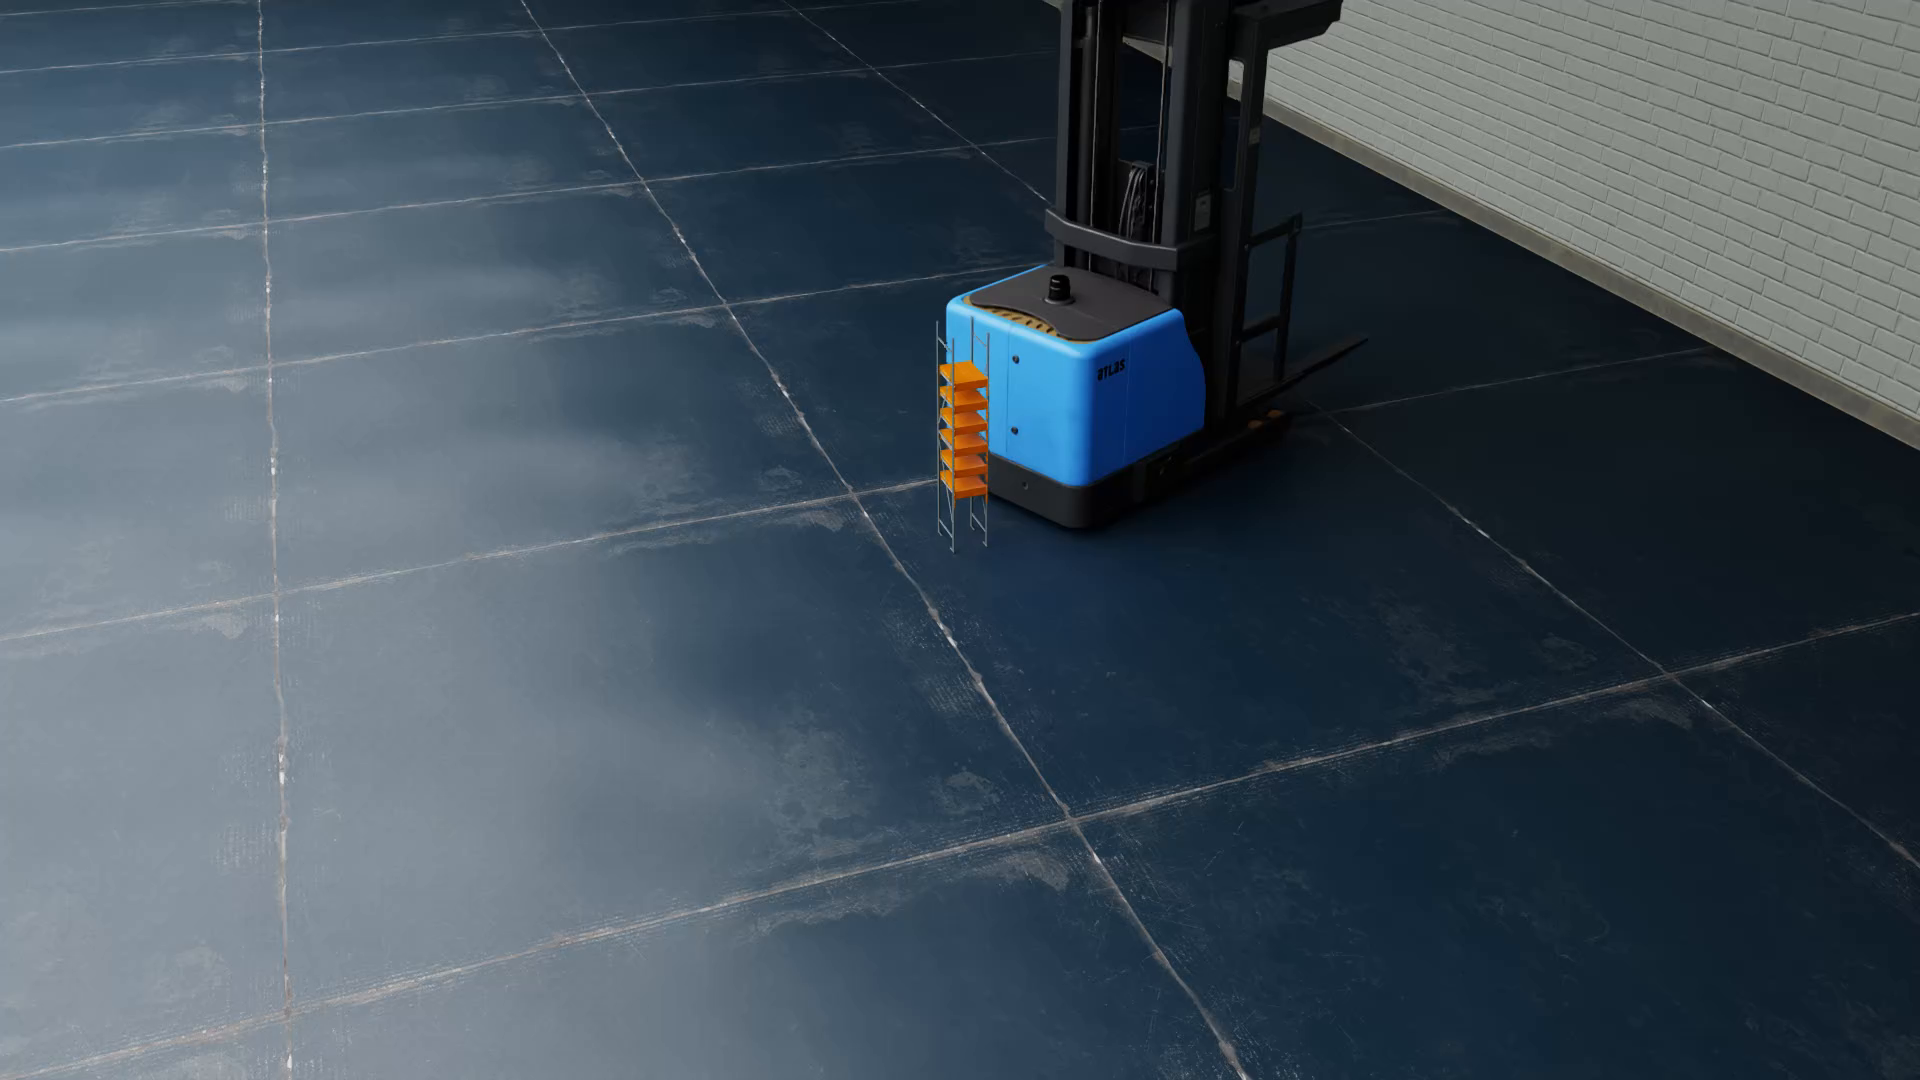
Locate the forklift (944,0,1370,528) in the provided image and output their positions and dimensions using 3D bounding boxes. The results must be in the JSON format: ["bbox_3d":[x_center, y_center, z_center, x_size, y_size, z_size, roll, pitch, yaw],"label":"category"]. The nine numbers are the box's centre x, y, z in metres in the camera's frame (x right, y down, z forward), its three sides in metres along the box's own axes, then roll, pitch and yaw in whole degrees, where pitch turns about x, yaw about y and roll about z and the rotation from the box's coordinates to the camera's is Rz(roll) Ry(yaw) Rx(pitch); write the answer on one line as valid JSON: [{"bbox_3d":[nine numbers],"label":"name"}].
[{"bbox_3d":[1.307,-1.966,9.239,1.130,2.935,3.031,26,39,38],"label":"forklift"}]

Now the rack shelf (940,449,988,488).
[{"bbox_3d":[0.014,-0.381,8.539,0.180,0.103,0.258,-10,31,-18],"label":"rack shelf"}]

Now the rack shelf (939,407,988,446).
[{"bbox_3d":[0.014,-0.589,8.420,0.180,0.103,0.258,-10,31,-18],"label":"rack shelf"}]

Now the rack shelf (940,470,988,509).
[{"bbox_3d":[0.014,-0.277,8.598,0.180,0.103,0.258,-10,31,-18],"label":"rack shelf"}]

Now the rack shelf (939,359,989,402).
[{"bbox_3d":[0.014,-0.798,8.301,0.180,0.103,0.258,-10,31,-18],"label":"rack shelf"}]

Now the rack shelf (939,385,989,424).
[{"bbox_3d":[0.014,-0.694,8.361,0.180,0.103,0.258,-10,31,-18],"label":"rack shelf"}]

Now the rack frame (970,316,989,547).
[{"bbox_3d":[0.099,-0.540,8.485,0.006,1.200,0.240,-10,31,-18],"label":"rack frame"}]

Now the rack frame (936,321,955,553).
[{"bbox_3d":[-0.072,-0.508,8.430,0.006,1.200,0.240,-10,31,-18],"label":"rack frame"}]

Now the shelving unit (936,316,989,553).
[{"bbox_3d":[0.014,-0.524,8.457,0.189,1.200,0.258,-10,31,-18],"label":"shelving unit"}]

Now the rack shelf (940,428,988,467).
[{"bbox_3d":[0.014,-0.485,8.479,0.180,0.103,0.258,-10,31,-18],"label":"rack shelf"}]
